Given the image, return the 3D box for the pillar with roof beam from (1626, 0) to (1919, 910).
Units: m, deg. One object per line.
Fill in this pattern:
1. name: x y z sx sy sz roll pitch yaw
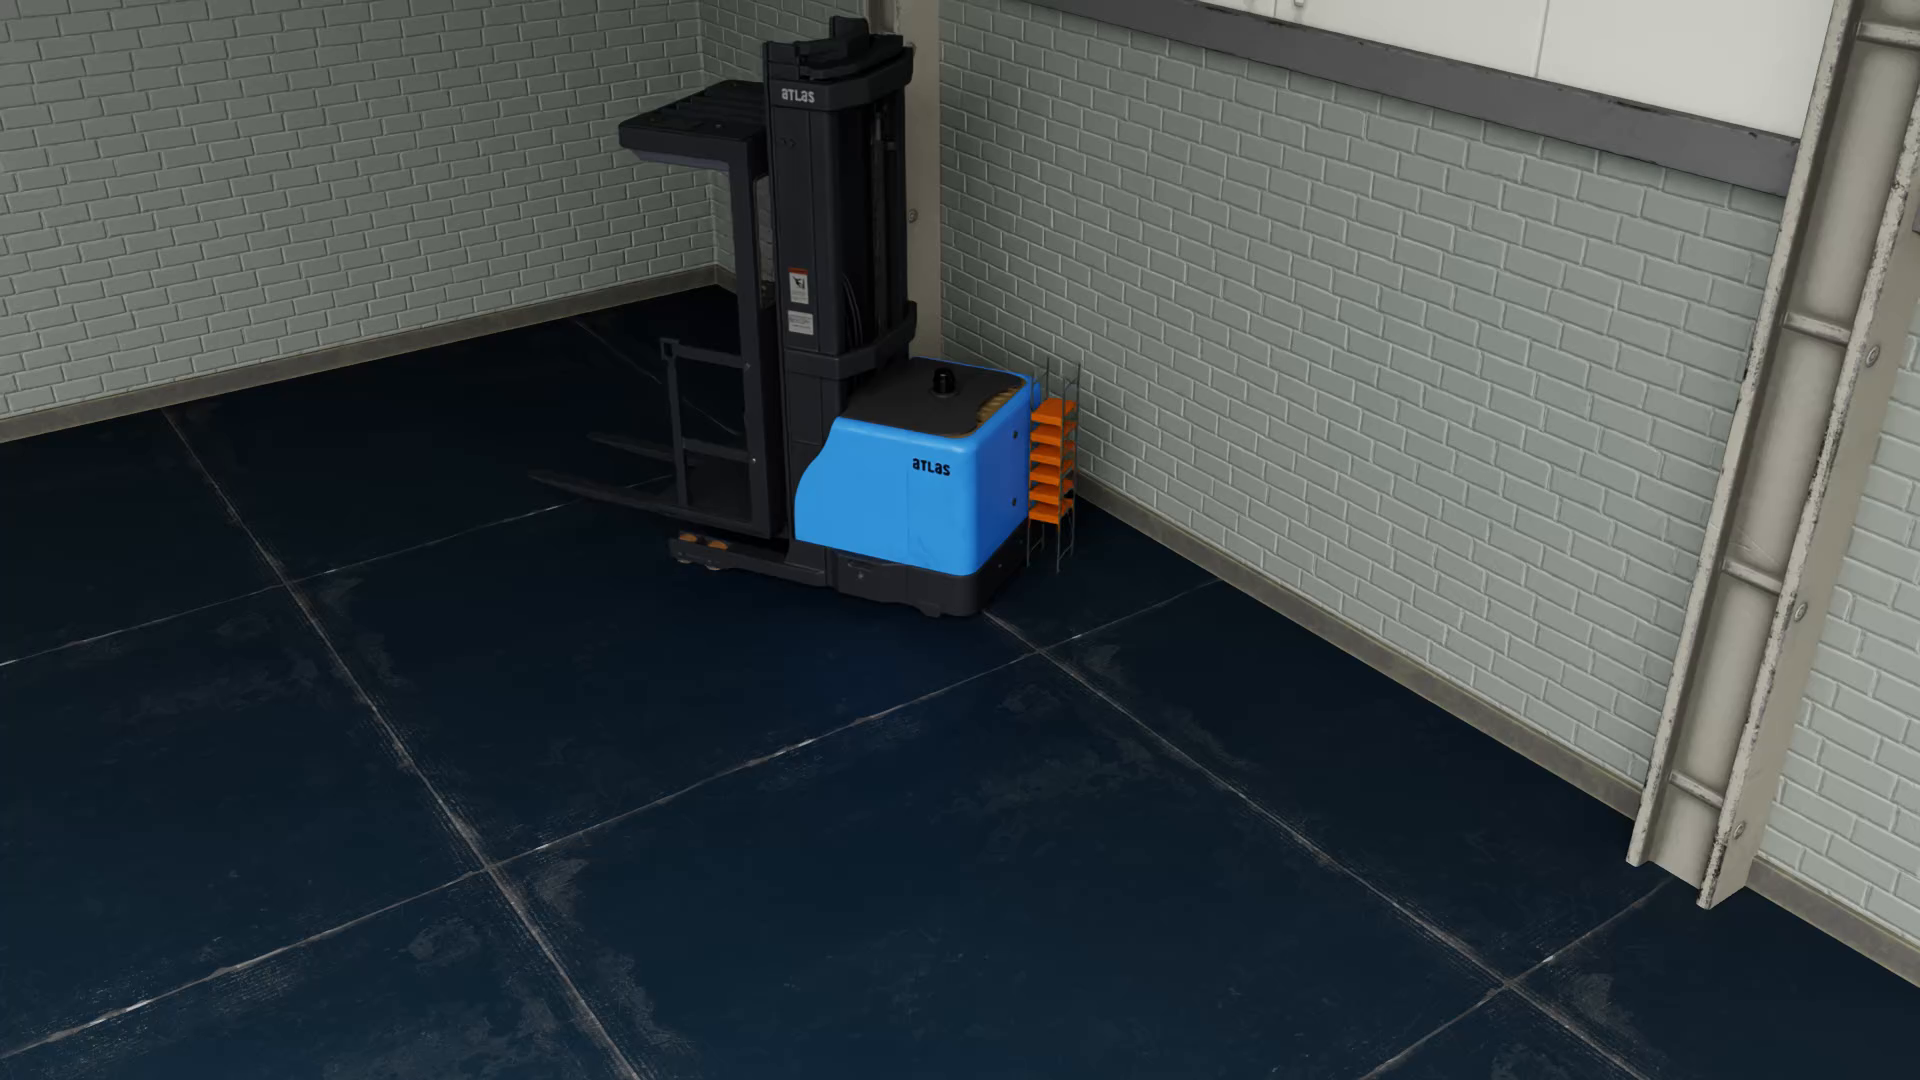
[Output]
1. pillar with roof beam: -0.389 -1.342 2.793 9.100 9.000 0.400 -19 34 -31

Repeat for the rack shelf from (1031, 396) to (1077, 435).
1. rack shelf: 0.517 -0.683 9.089 0.180 0.103 0.258 12 31 21

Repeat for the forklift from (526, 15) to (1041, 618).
1. forklift: -1.099 -1.330 9.128 3.031 2.935 1.130 12 31 21

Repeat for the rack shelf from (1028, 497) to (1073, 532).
1. rack shelf: 0.517 -0.156 9.375 0.180 0.103 0.258 12 31 21

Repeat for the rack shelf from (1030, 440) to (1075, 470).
1. rack shelf: 0.517 -0.472 9.204 0.180 0.103 0.258 12 31 21

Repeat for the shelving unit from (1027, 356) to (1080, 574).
1. shelving unit: 0.517 -0.406 9.240 0.189 1.200 0.258 12 31 21

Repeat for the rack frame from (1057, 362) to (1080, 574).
1. rack frame: 0.600 -0.387 9.206 0.006 1.200 0.240 12 31 21

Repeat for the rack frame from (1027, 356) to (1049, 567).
1. rack frame: 0.434 -0.424 9.273 0.006 1.200 0.240 12 31 21

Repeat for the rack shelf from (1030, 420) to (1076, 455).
1. rack shelf: 0.517 -0.577 9.146 0.180 0.103 0.258 12 31 21

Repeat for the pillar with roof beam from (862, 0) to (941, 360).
1. pillar with roof beam: -3.869 -3.675 7.088 9.100 9.000 0.400 -19 34 -31

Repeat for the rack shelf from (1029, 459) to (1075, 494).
1. rack shelf: 0.517 -0.367 9.261 0.180 0.103 0.258 12 31 21

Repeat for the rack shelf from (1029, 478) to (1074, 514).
1. rack shelf: 0.517 -0.261 9.318 0.180 0.103 0.258 12 31 21
